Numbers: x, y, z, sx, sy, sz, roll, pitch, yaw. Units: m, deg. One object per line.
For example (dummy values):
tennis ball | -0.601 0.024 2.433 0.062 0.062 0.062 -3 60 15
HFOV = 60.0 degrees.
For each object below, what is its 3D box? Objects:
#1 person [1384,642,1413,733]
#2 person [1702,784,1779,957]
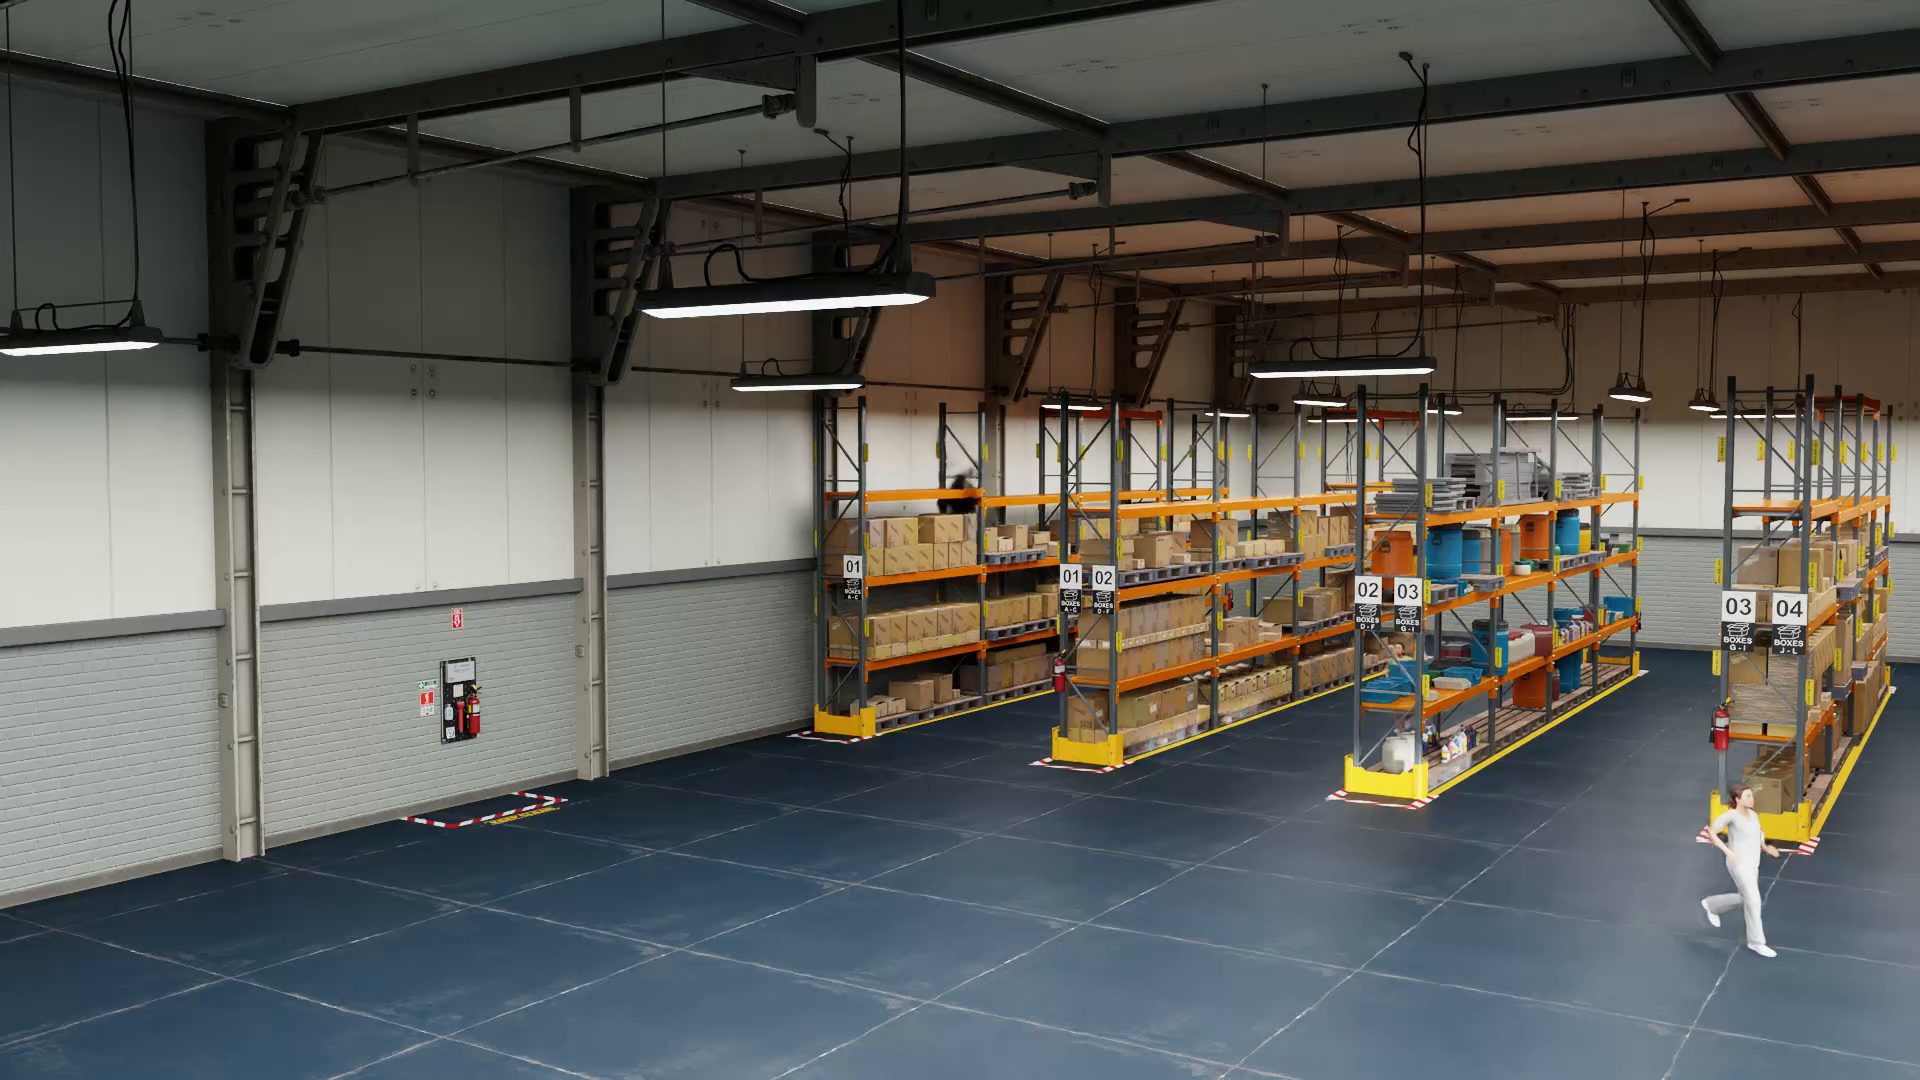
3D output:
person | 7.837 2.626 29.621 0.605 1.625 0.561 2 4 34
person | 7.883 3.296 16.843 0.567 1.669 0.879 -2 3 -28
